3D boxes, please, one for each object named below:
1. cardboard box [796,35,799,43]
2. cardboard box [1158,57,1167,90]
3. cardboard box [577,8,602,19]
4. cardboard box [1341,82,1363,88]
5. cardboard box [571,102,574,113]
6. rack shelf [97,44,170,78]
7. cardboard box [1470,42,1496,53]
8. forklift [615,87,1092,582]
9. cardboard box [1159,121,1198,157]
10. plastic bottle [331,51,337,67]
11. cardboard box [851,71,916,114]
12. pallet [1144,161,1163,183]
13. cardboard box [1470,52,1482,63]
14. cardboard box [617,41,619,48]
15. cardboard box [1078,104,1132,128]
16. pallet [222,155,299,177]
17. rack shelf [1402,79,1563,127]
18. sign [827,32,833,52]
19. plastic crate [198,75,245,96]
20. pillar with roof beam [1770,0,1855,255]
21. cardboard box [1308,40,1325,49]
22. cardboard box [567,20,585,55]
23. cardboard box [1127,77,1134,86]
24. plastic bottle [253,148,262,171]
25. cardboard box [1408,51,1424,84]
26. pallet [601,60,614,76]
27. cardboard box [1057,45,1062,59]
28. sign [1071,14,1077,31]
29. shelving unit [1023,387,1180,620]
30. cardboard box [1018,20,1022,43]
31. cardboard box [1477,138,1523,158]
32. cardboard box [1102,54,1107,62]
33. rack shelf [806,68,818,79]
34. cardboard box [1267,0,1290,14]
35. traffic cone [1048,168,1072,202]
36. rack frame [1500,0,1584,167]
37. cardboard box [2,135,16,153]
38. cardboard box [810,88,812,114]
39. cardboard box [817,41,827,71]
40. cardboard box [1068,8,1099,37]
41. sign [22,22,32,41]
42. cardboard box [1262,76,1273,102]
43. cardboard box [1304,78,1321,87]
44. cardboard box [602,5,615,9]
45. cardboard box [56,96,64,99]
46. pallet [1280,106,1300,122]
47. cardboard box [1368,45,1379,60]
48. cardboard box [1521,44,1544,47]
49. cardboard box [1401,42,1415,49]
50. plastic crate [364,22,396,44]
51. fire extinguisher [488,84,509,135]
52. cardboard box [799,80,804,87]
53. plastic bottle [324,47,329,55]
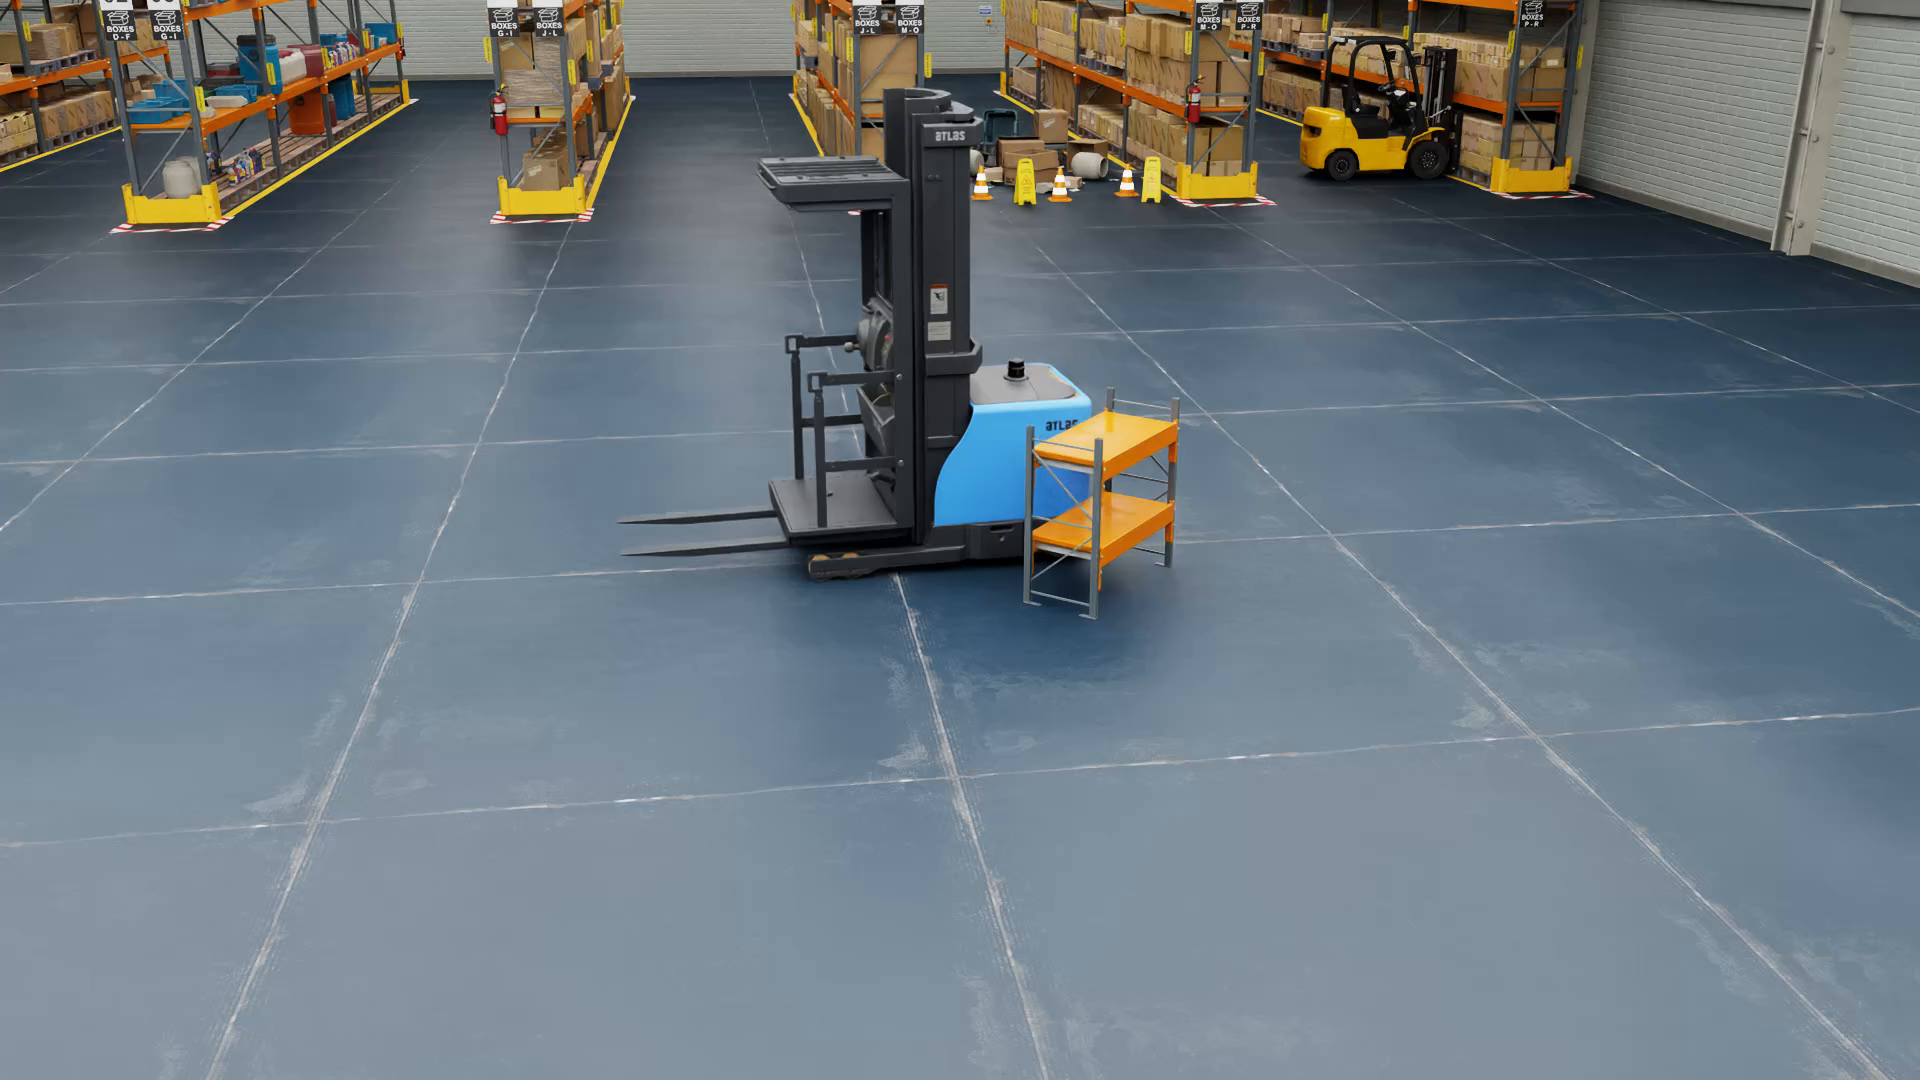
[{"bbox_3d":[-3.530,-11.390,37.784,0.380,0.149,0.250,-4,21,-9],"label":"cardboard box"},{"bbox_3d":[3.388,-7.270,25.827,0.500,0.500,0.500,-3,21,-8],"label":"cardboard box"},{"bbox_3d":[-7.369,-10.062,32.291,0.797,0.503,0.637,-2,21,-6],"label":"cardboard box"},{"bbox_3d":[7.866,-9.111,33.367,0.380,0.149,0.250,-2,21,-5],"label":"cardboard box"},{"bbox_3d":[-5.775,-6.231,23.972,0.380,0.149,0.250,-3,21,-8],"label":"cardboard box"},{"bbox_3d":[-17.753,-10.075,34.933,1.077,0.370,4.000,-3,21,-8],"label":"rack shelf"},{"bbox_3d":[8.286,-7.766,26.226,0.380,0.149,0.250,-2,21,-6],"label":"cardboard box"},{"bbox_3d":[-0.720,-1.310,10.533,3.031,2.935,1.130,-5,21,-13],"label":"forklift"},{"bbox_3d":[3.423,-6.268,25.969,0.500,0.500,0.500,-2,21,-6],"label":"cardboard box"},{"bbox_3d":[-11.850,-9.097,31.453,0.061,0.283,0.133,-3,21,-8],"label":"plastic bottle"},{"bbox_3d":[-1.107,-6.475,24.051,0.875,0.550,0.550,-3,21,-8],"label":"cardboard box"},{"bbox_3d":[3.609,-5.988,26.946,1.003,0.211,1.213,-3,21,-8],"label":"pallet"},{"bbox_3d":[8.306,-7.628,26.282,0.380,0.149,0.250,-4,21,-10],"label":"cardboard box"},{"bbox_3d":[-7.562,-10.668,35.852,0.380,0.149,0.250,-3,21,-7],"label":"cardboard box"},{"bbox_3d":[2.793,-8.103,31.779,0.950,0.372,0.625,-4,21,-11],"label":"cardboard box"},{"bbox_3d":[-11.561,-6.162,27.413,1.003,0.211,1.213,-3,21,-8],"label":"pallet"},{"bbox_3d":[8.498,-7.170,27.155,1.077,0.370,4.000,-3,21,-8],"label":"rack shelf"},{"bbox_3d":[-2.121,-8.138,27.176,0.100,0.325,0.005,-3,21,-8],"label":"sign"},{"bbox_3d":[-11.460,-6.982,25.711,0.767,0.338,0.504,-3,21,-8],"label":"plastic crate"},{"bbox_3d":[6.183,-7.617,18.749,9.100,9.000,0.400,-3,21,-8],"label":"pillar with roof beam"},{"bbox_3d":[7.159,-9.872,33.119,0.380,0.149,0.250,-3,21,-7],"label":"cardboard box"},{"bbox_3d":[-6.098,-7.788,25.783,0.500,0.500,0.500,-3,21,-8],"label":"cardboard box"},{"bbox_3d":[3.026,-7.705,27.918,0.380,0.149,0.250,-3,21,-8],"label":"cardboard box"},{"bbox_3d":[-11.031,-5.955,26.031,0.144,0.351,0.185,-3,21,-9],"label":"plastic bottle"},{"bbox_3d":[8.015,-8.080,28.419,0.500,0.500,0.500,-3,21,-9],"label":"cardboard box"},{"bbox_3d":[-6.877,-8.502,29.967,1.213,0.211,1.003,-3,21,-8],"label":"pallet"},{"bbox_3d":[2.246,-9.776,33.318,0.500,0.250,0.500,-3,21,-8],"label":"cardboard box"},{"bbox_3d":[2.173,-9.846,31.637,0.100,0.325,0.005,-3,21,-8],"label":"sign"},{"bbox_3d":[0.881,-0.250,10.278,0.538,1.125,1.048,13,24,30],"label":"shelving unit"},{"bbox_3d":[1.598,-11.446,37.431,0.500,0.500,0.500,-2,21,-6],"label":"cardboard box"},{"bbox_3d":[8.407,-6.110,25.904,0.500,0.250,0.500,-3,21,-8],"label":"cardboard box"},{"bbox_3d":[2.770,-8.728,30.057,0.380,0.149,0.250,-2,21,-6],"label":"cardboard box"},{"bbox_3d":[-2.450,-9.404,33.135,1.077,0.370,4.000,-3,21,-8],"label":"rack shelf"},{"bbox_3d":[7.105,-11.919,37.559,0.500,0.500,0.500,-3,21,-9],"label":"cardboard box"},{"bbox_3d":[1.487,-5.285,24.705,0.336,0.463,0.334,-3,21,-8],"label":"traffic cone"},{"bbox_3d":[8.786,-6.815,25.175,1.000,3.000,0.127,-3,21,-8],"label":"rack frame"},{"bbox_3d":[-16.424,-6.721,28.254,0.500,0.250,0.500,-2,21,-7],"label":"cardboard box"},{"bbox_3d":[-2.817,-9.007,34.016,0.500,0.500,0.500,-2,21,-5],"label":"cardboard box"},{"bbox_3d":[-2.365,-8.926,30.685,0.500,0.500,0.500,-3,21,-7],"label":"cardboard box"},{"bbox_3d":[2.388,-10.014,32.169,0.500,0.500,0.500,-3,21,-9],"label":"cardboard box"},{"bbox_3d":[-16.339,-8.906,29.120,0.100,0.325,0.005,-3,21,-8],"label":"sign"},{"bbox_3d":[6.903,-9.816,36.184,0.500,0.500,0.500,-2,21,-5],"label":"cardboard box"},{"bbox_3d":[7.254,-9.353,34.015,0.380,0.149,0.250,-2,21,-6],"label":"cardboard box"},{"bbox_3d":[-7.620,-11.168,35.548,0.500,0.500,0.500,-4,21,-9],"label":"cardboard box"},{"bbox_3d":[-17.484,-8.218,31.875,0.500,0.500,0.500,-3,21,-7],"label":"cardboard box"},{"bbox_3d":[7.390,-8.960,34.905,1.003,0.211,1.213,-3,21,-8],"label":"pallet"},{"bbox_3d":[7.737,-8.876,30.193,0.500,0.250,0.500,-3,21,-7],"label":"cardboard box"},{"bbox_3d":[8.893,-7.615,25.822,0.380,0.149,0.250,-3,21,-7],"label":"cardboard box"},{"bbox_3d":[7.941,-8.658,29.039,0.380,0.149,0.250,-2,21,-6],"label":"cardboard box"},{"bbox_3d":[-12.906,-11.291,37.025,0.616,0.435,0.499,-3,21,-8],"label":"plastic crate"},{"bbox_3d":[-6.371,-5.964,23.008,0.296,0.674,0.183,-3,21,-8],"label":"fire extinguisher"},{"bbox_3d":[-3.458,-10.352,37.695,0.380,0.149,0.250,-2,21,-6],"label":"cardboard box"},{"bbox_3d":[-12.079,-9.208,31.653,0.144,0.351,0.185,-3,21,-8],"label":"plastic bottle"}]
